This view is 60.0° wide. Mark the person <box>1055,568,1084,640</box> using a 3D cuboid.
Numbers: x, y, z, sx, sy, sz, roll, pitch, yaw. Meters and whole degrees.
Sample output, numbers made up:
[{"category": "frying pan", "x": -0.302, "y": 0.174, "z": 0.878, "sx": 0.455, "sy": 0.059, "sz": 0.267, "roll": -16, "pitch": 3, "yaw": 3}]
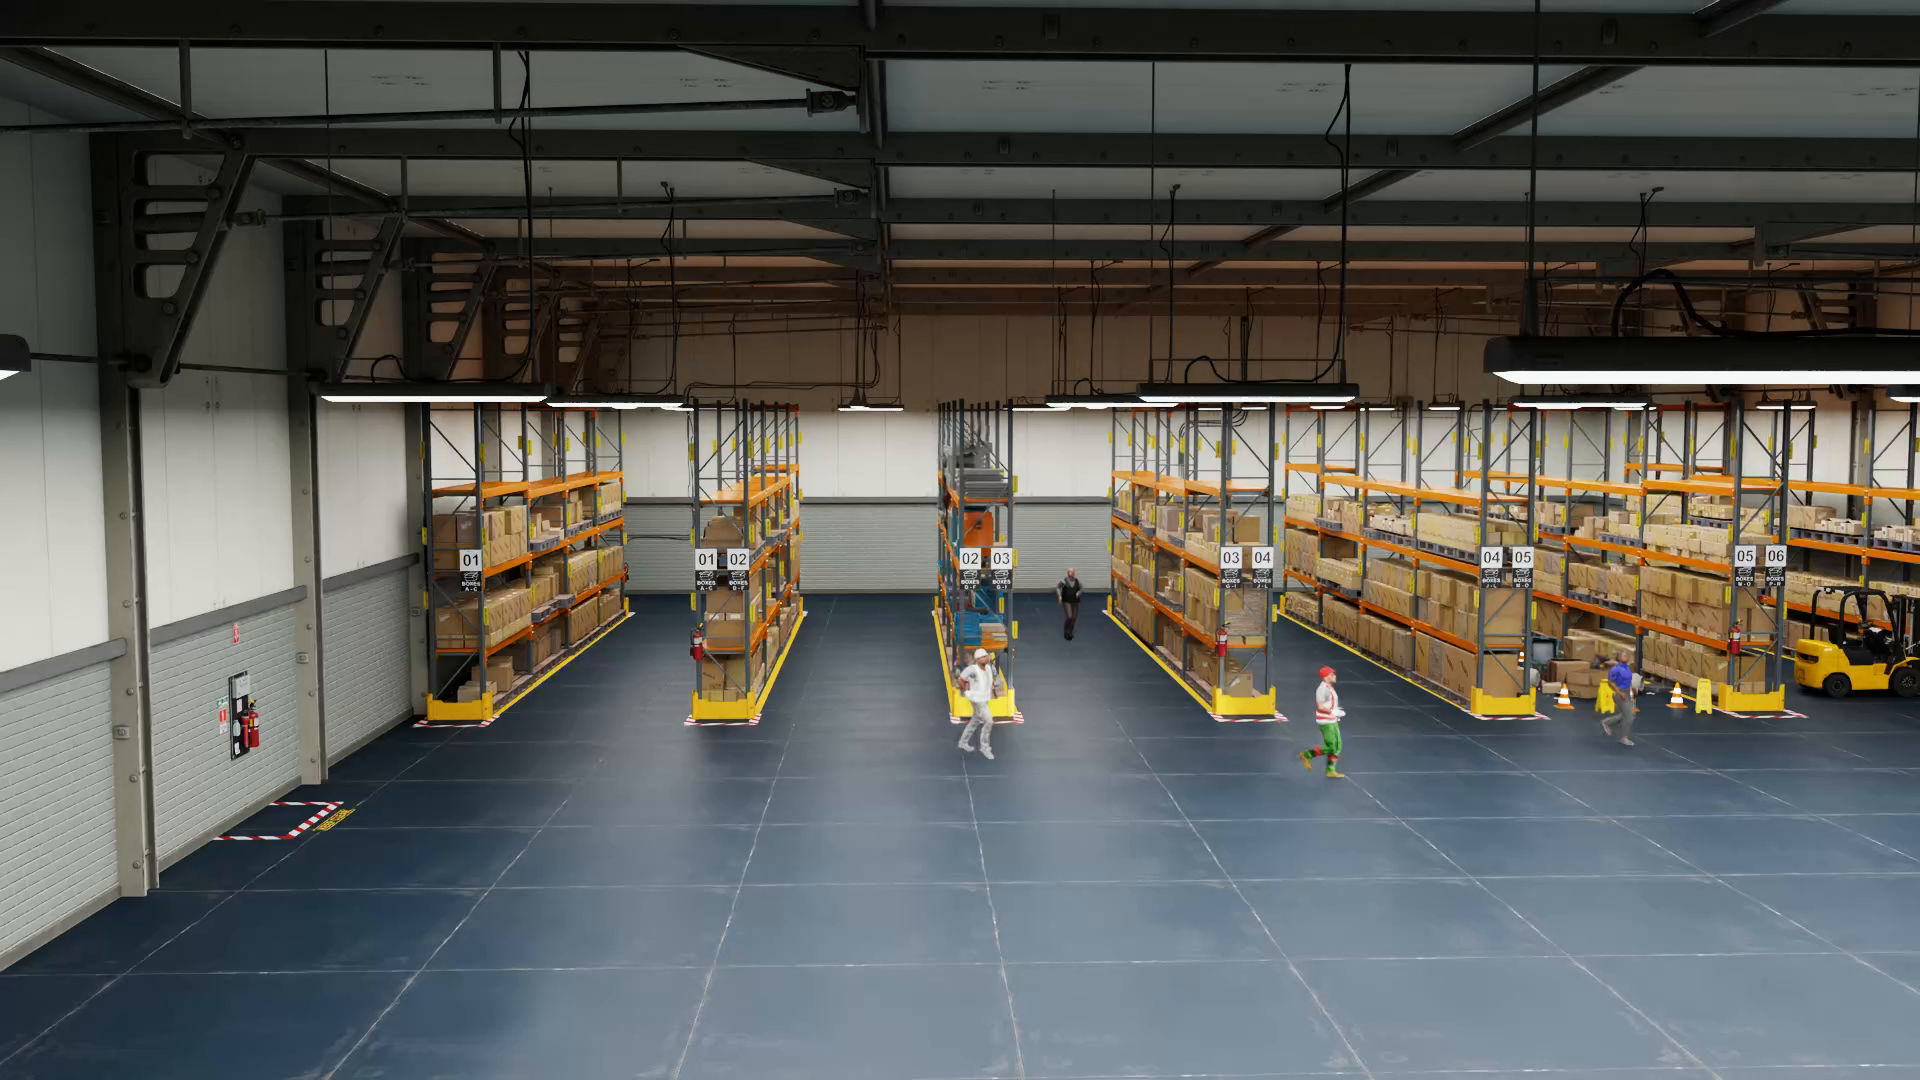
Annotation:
[{"category": "person", "x": 2.679, "y": 1.556, "z": 40.141, "sx": 0.639, "sy": 1.733, "sz": 0.651, "roll": -1, "pitch": 4, "yaw": -14}]

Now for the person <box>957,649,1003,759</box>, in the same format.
[{"category": "person", "x": 0.330, "y": 2.732, "z": 27.845, "sx": 0.788, "sy": 1.852, "sz": 0.646, "roll": 2, "pitch": 5, "yaw": 26}]

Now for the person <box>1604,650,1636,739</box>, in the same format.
[{"category": "person", "x": 11.483, "y": 2.685, "z": 28.945, "sx": 0.576, "sy": 1.550, "sz": 0.531, "roll": -4, "pitch": 6, "yaw": -41}]

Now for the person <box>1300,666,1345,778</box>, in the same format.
[{"category": "person", "x": 5.734, "y": 2.858, "z": 26.186, "sx": 0.712, "sy": 1.748, "sz": 0.656, "roll": 2, "pitch": 5, "yaw": 23}]

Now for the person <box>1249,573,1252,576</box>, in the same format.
[{"category": "person", "x": 8.076, "y": 1.230, "z": 48.085, "sx": 0.902, "sy": 1.676, "sz": 0.721, "roll": -4, "pitch": 6, "yaw": -43}]
